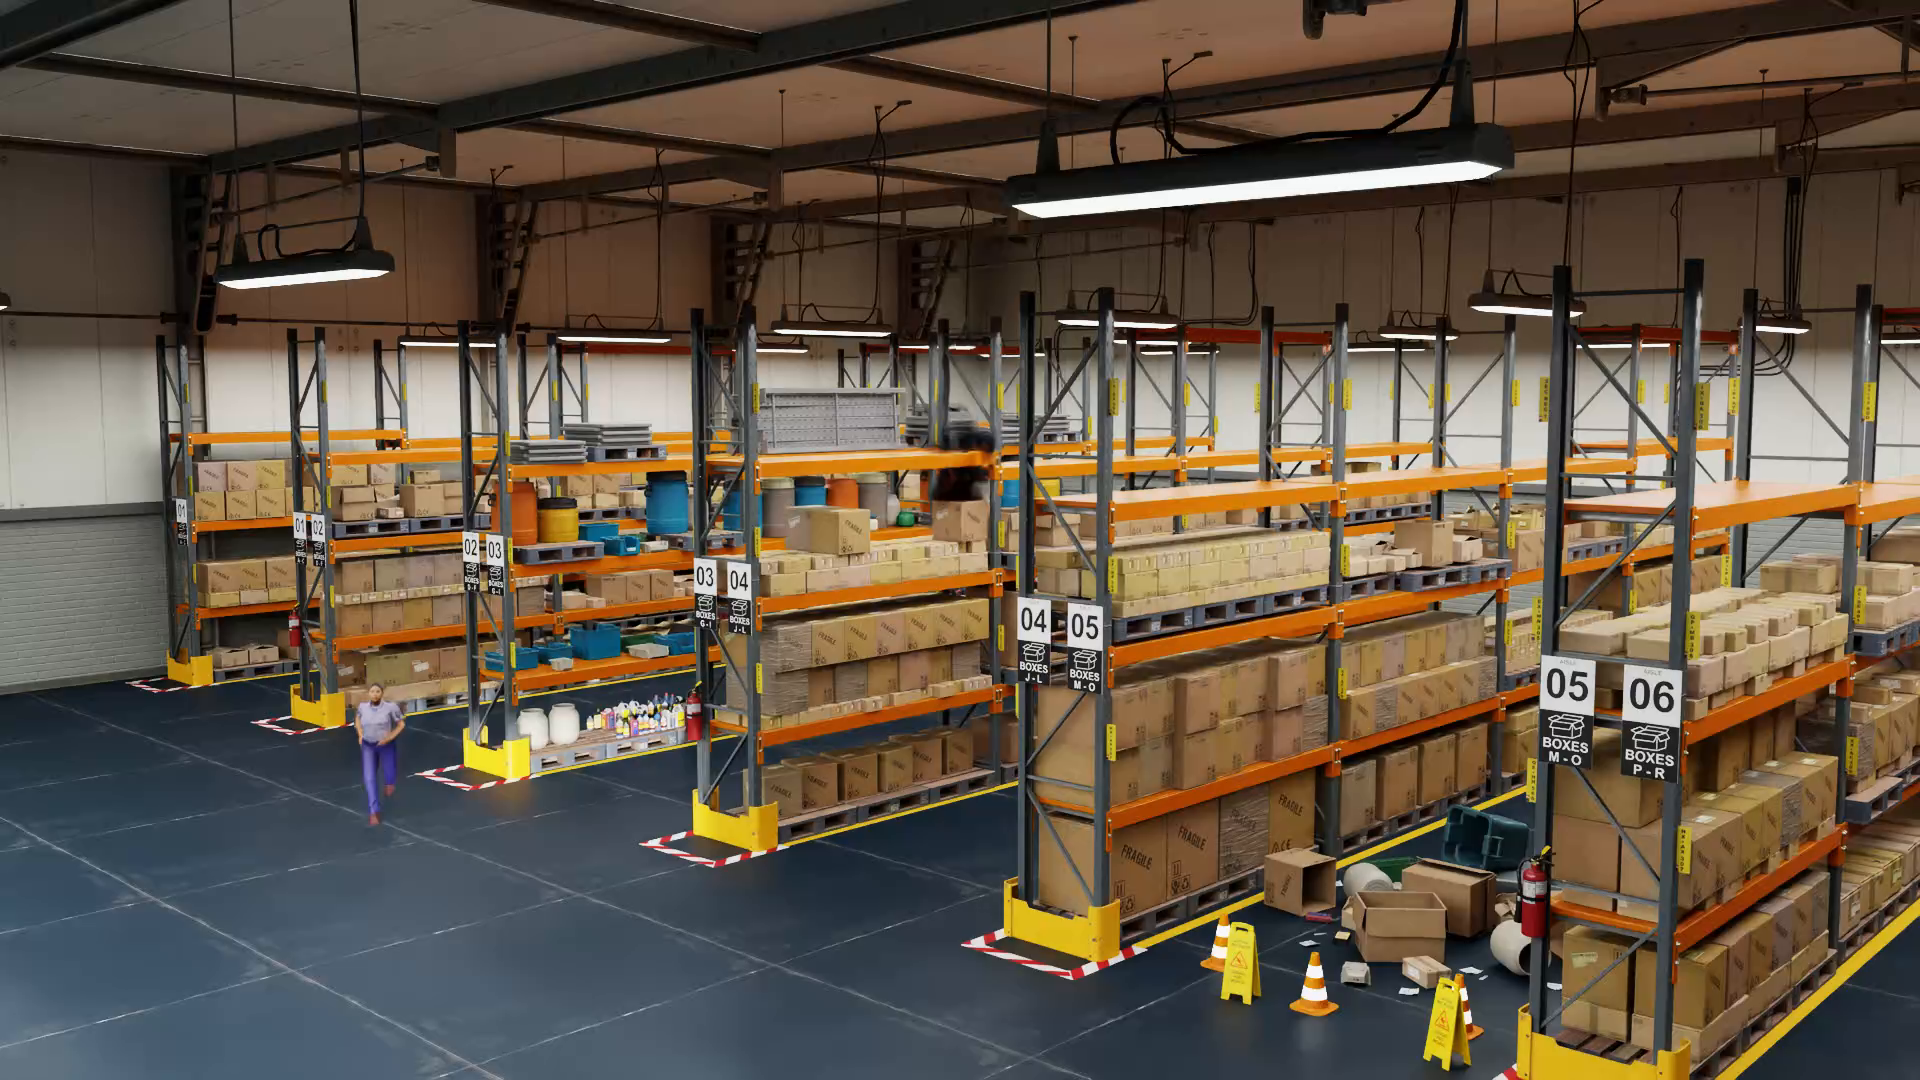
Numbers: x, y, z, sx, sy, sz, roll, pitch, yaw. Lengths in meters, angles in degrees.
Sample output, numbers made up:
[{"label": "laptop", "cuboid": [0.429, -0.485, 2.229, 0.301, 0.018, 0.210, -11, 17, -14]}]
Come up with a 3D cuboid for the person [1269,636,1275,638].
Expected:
[{"label": "person", "cuboid": [3.816, 2.090, 20.588, 0.629, 1.813, 0.644, 5, 7, 42]}]

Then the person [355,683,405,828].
[{"label": "person", "cuboid": [-6.917, 2.513, 19.859, 0.571, 1.657, 1.067, -2, 6, -17]}]
